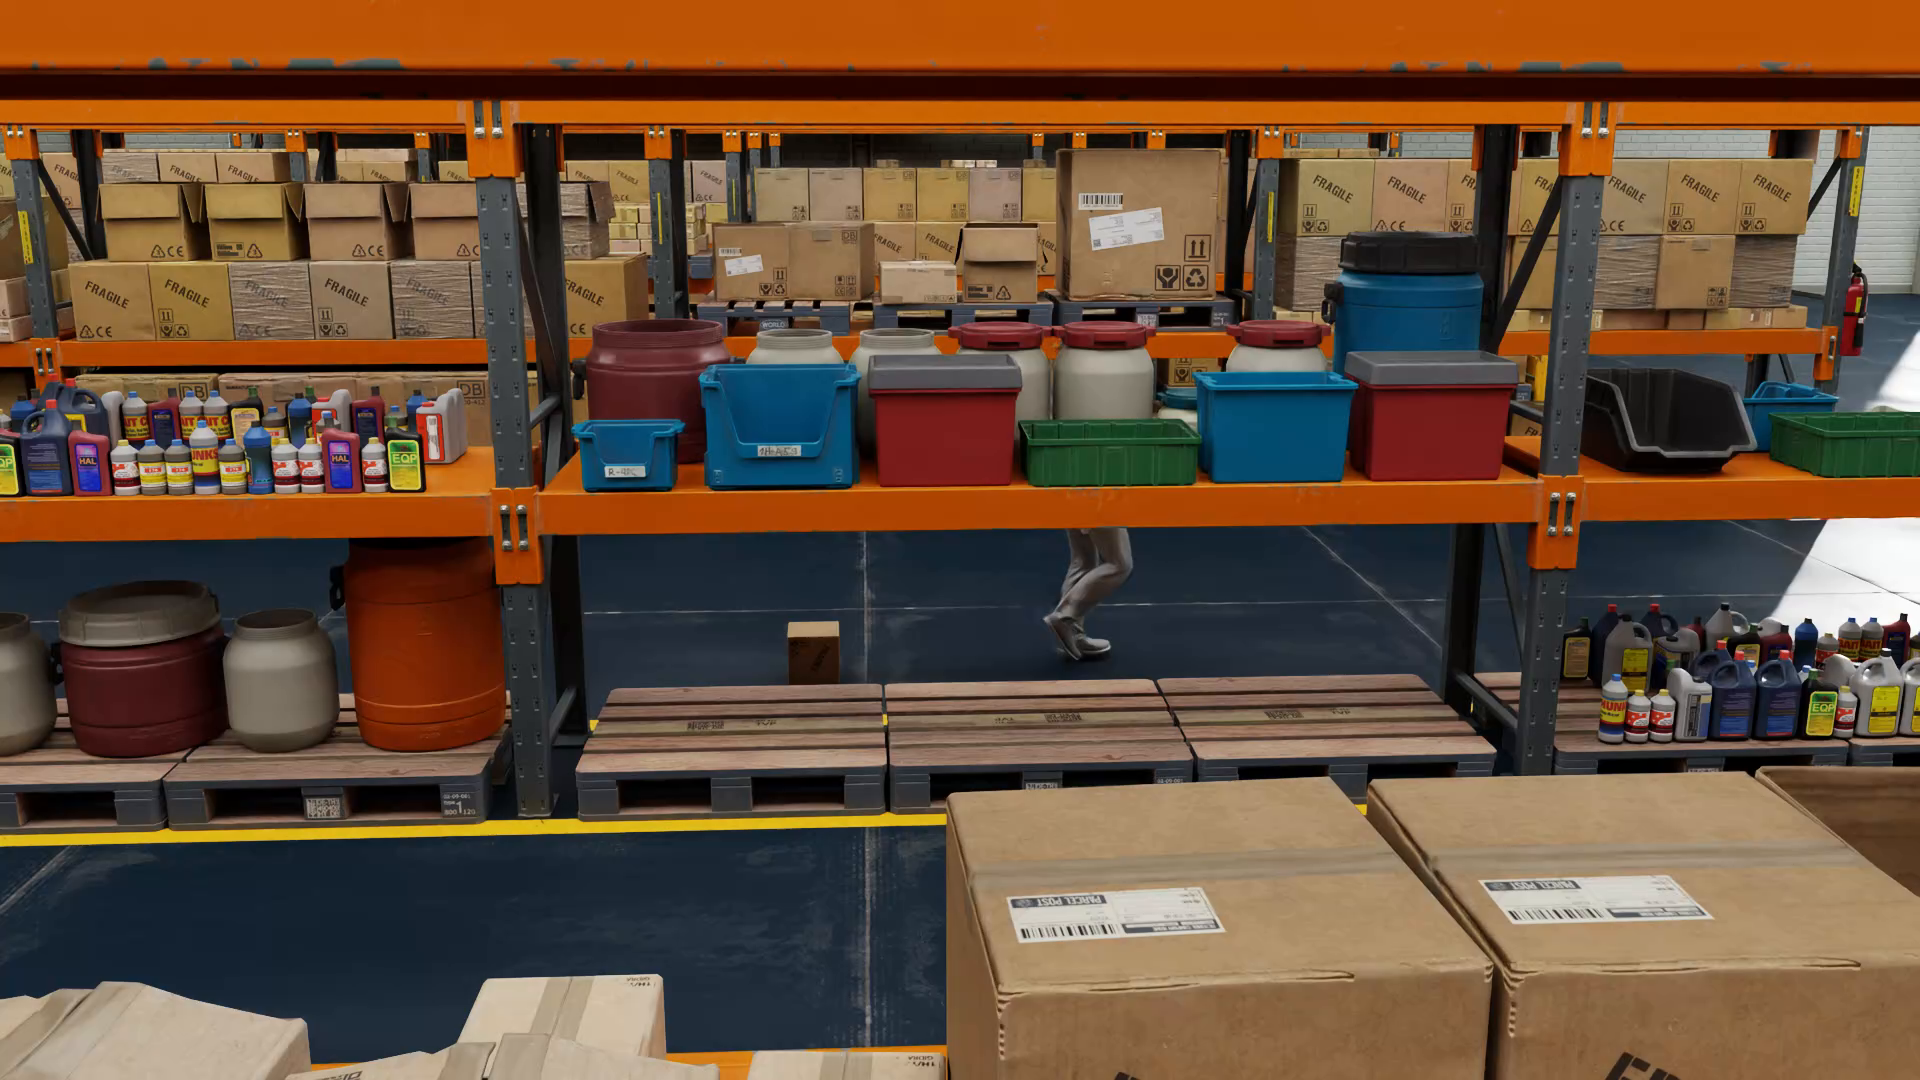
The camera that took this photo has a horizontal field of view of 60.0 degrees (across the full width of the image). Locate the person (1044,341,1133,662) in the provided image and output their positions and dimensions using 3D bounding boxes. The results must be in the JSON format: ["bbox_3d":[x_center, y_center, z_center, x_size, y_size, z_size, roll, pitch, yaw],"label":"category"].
[{"bbox_3d":[0.609,-0.229,8.272,0.445,1.679,0.492,-3,14,-13],"label":"person"}]
